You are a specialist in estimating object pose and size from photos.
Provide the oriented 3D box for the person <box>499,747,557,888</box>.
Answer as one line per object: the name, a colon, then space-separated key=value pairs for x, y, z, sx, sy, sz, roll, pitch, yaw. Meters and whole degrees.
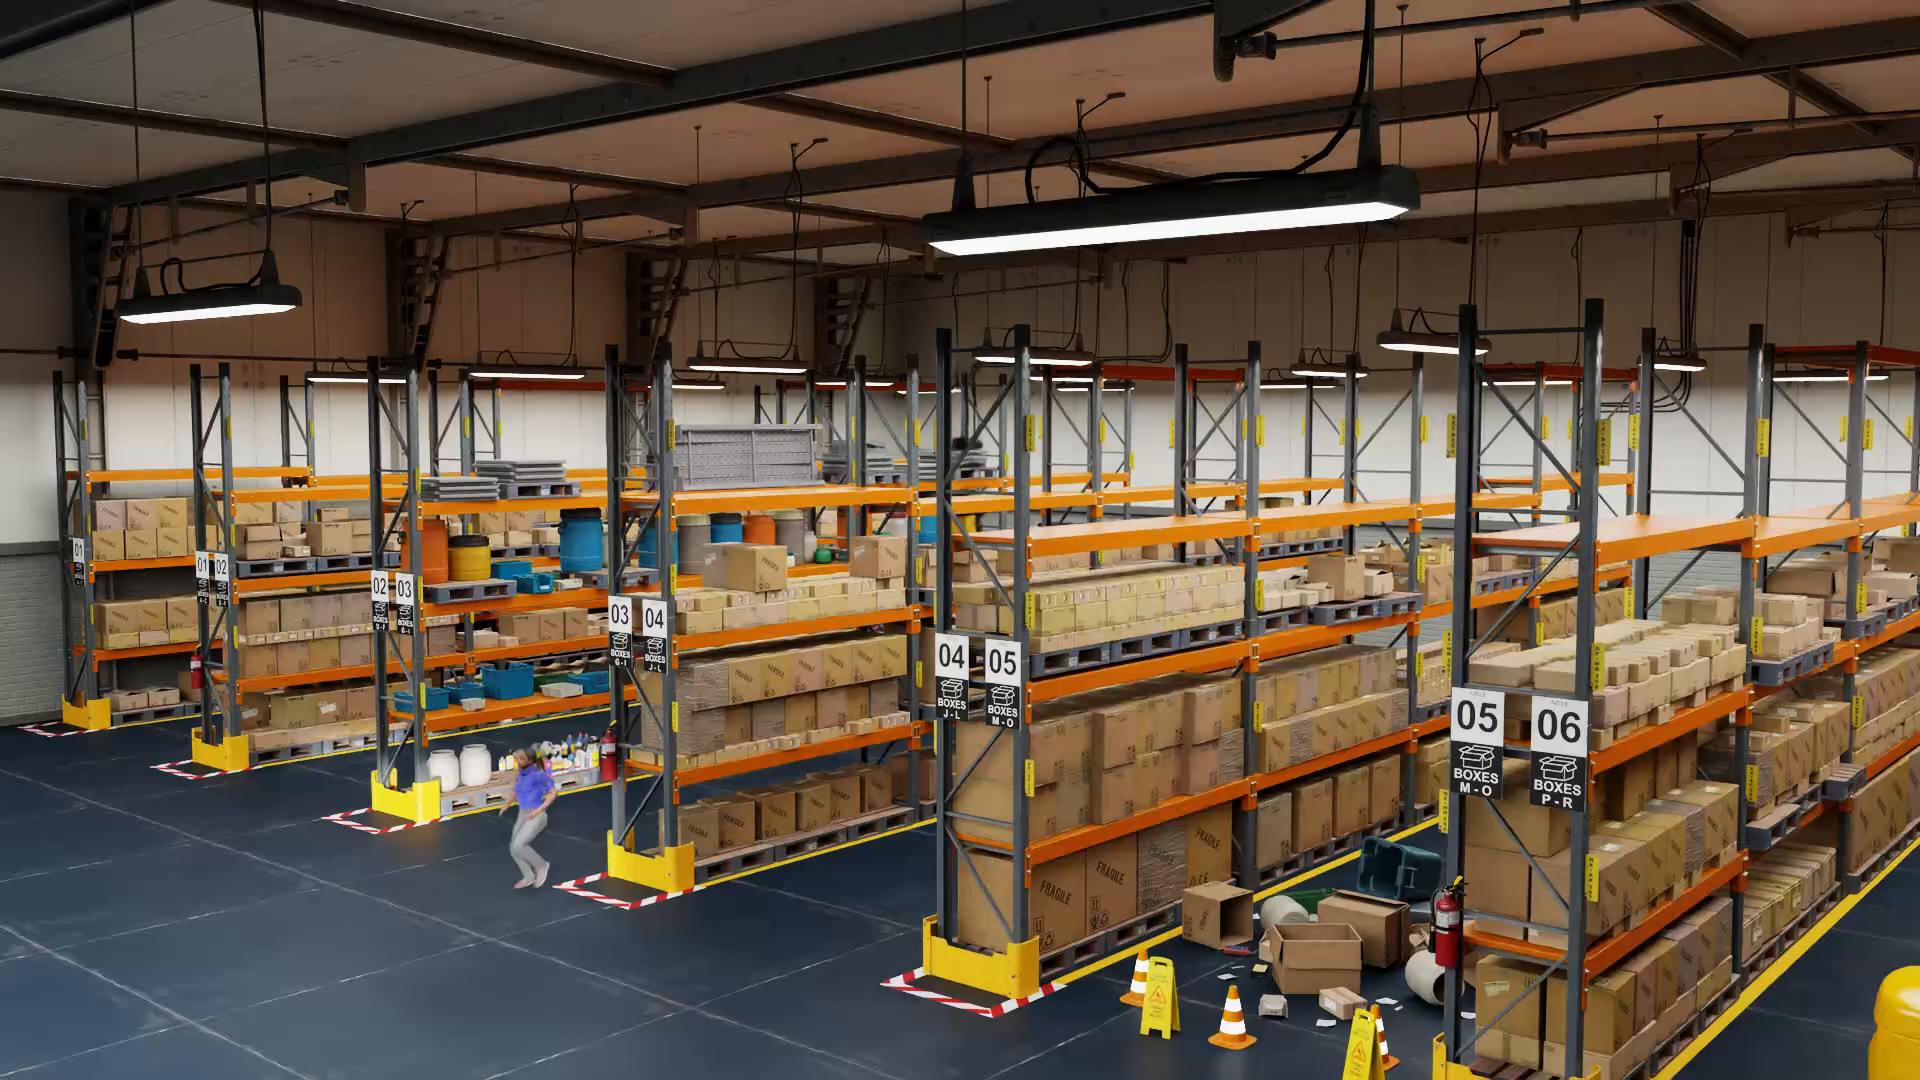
person: x=-4.747 y=3.077 z=18.226 sx=0.680 sy=1.591 sz=0.567 roll=3 pitch=5 yaw=38
